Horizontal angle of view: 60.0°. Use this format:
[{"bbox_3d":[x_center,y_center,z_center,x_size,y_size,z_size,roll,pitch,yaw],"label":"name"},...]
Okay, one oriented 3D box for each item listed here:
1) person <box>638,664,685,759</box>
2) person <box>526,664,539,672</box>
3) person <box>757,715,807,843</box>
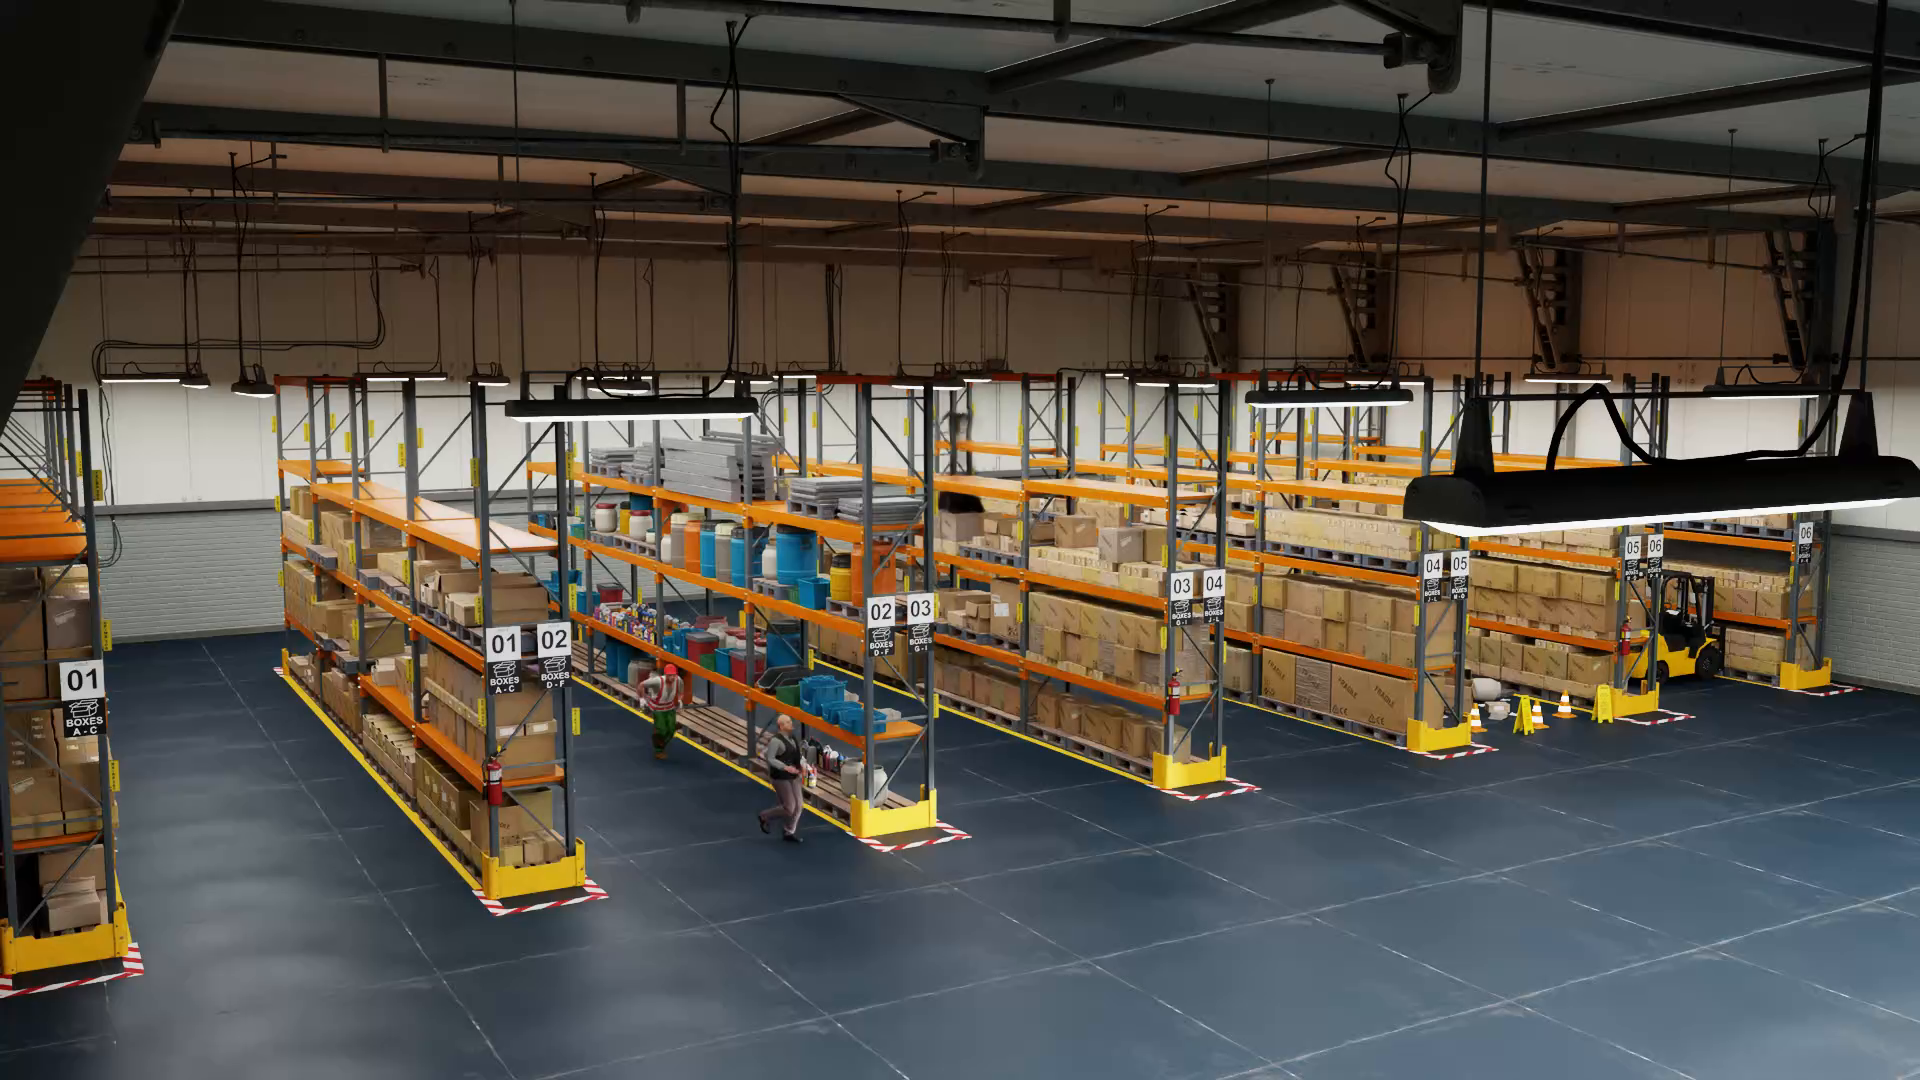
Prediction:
[{"bbox_3d":[-4.658,2.699,26.065,0.694,1.591,0.785,-4,7,-33],"label":"person"},{"bbox_3d":[-7.282,2.512,27.982,0.525,1.561,0.681,-5,8,-41],"label":"person"},{"bbox_3d":[-2.317,3.114,21.790,0.654,1.681,0.654,3,7,23],"label":"person"}]
